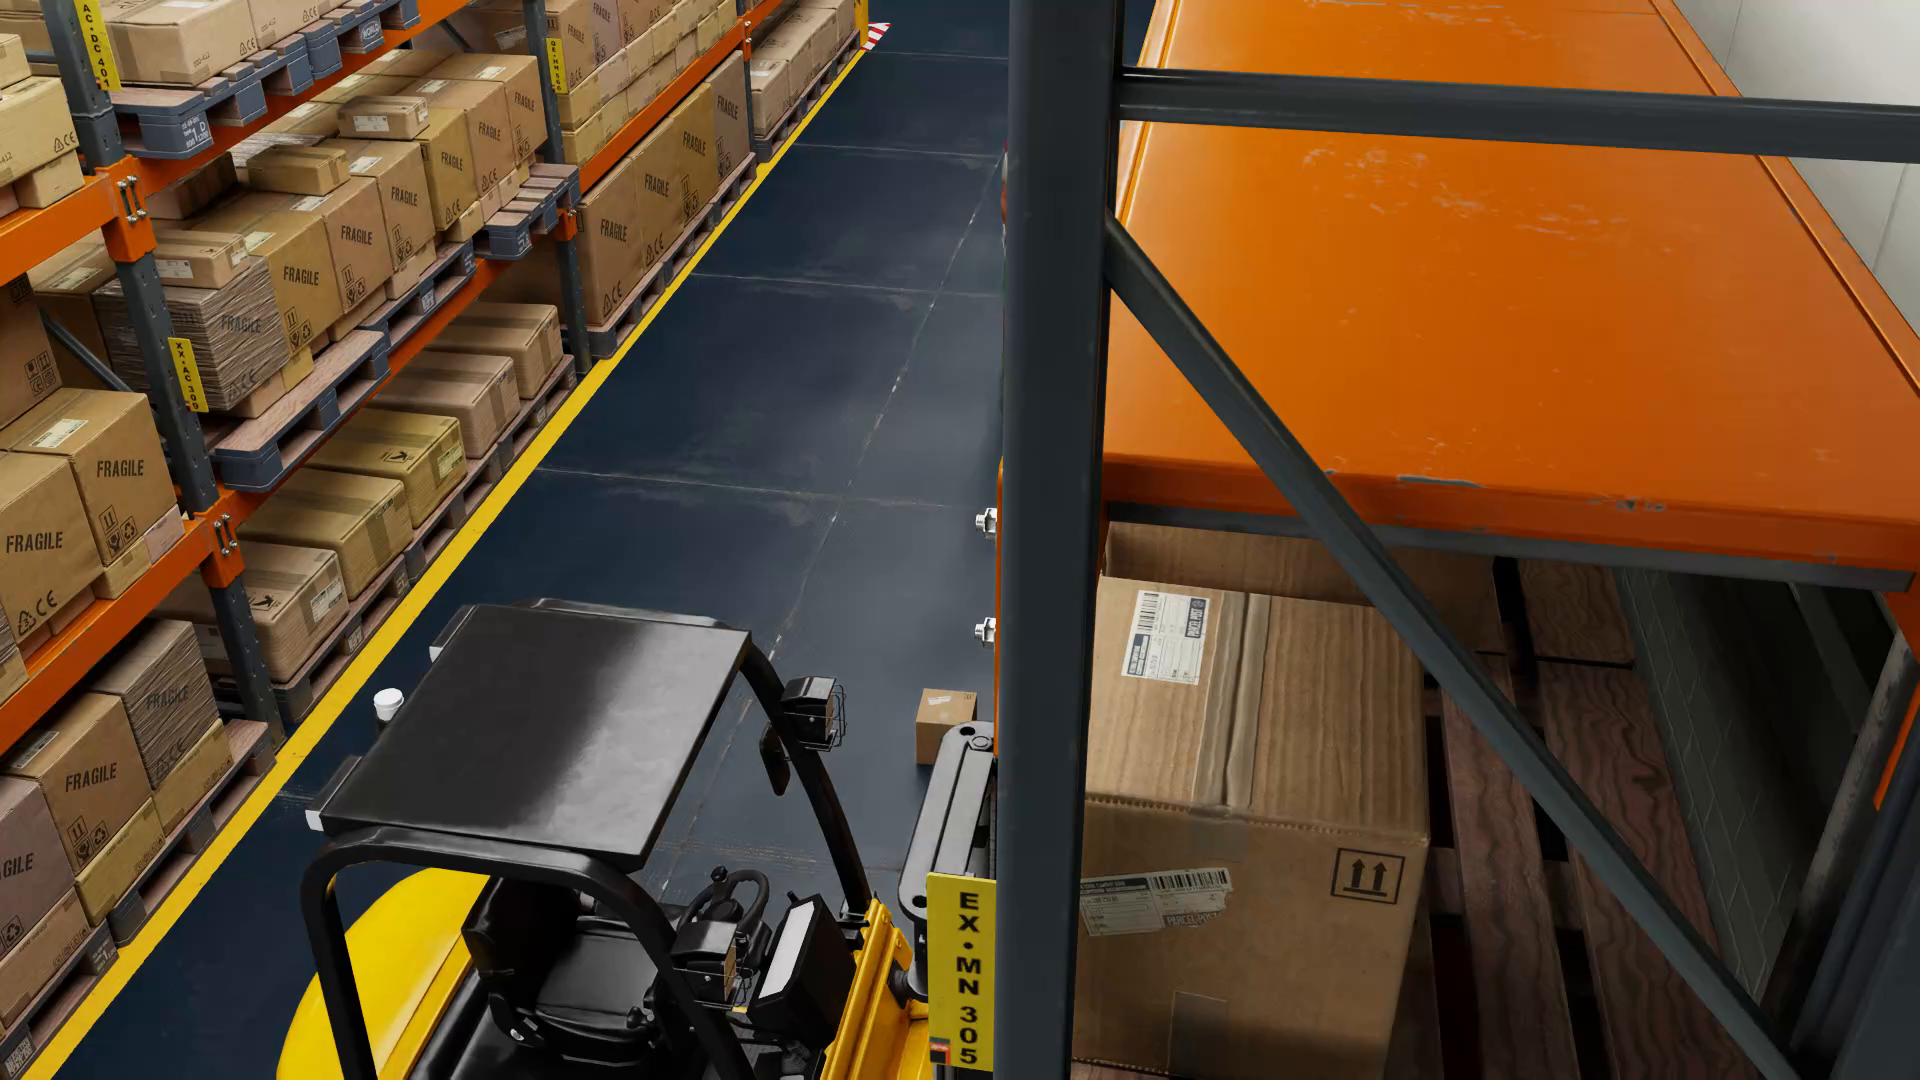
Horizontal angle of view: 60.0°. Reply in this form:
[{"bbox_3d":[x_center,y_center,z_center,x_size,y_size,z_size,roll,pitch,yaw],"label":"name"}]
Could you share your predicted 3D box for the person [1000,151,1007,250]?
[{"bbox_3d":[0.554,-2.047,10.844,0.547,1.801,0.452,5,32,8],"label":"person"}]
